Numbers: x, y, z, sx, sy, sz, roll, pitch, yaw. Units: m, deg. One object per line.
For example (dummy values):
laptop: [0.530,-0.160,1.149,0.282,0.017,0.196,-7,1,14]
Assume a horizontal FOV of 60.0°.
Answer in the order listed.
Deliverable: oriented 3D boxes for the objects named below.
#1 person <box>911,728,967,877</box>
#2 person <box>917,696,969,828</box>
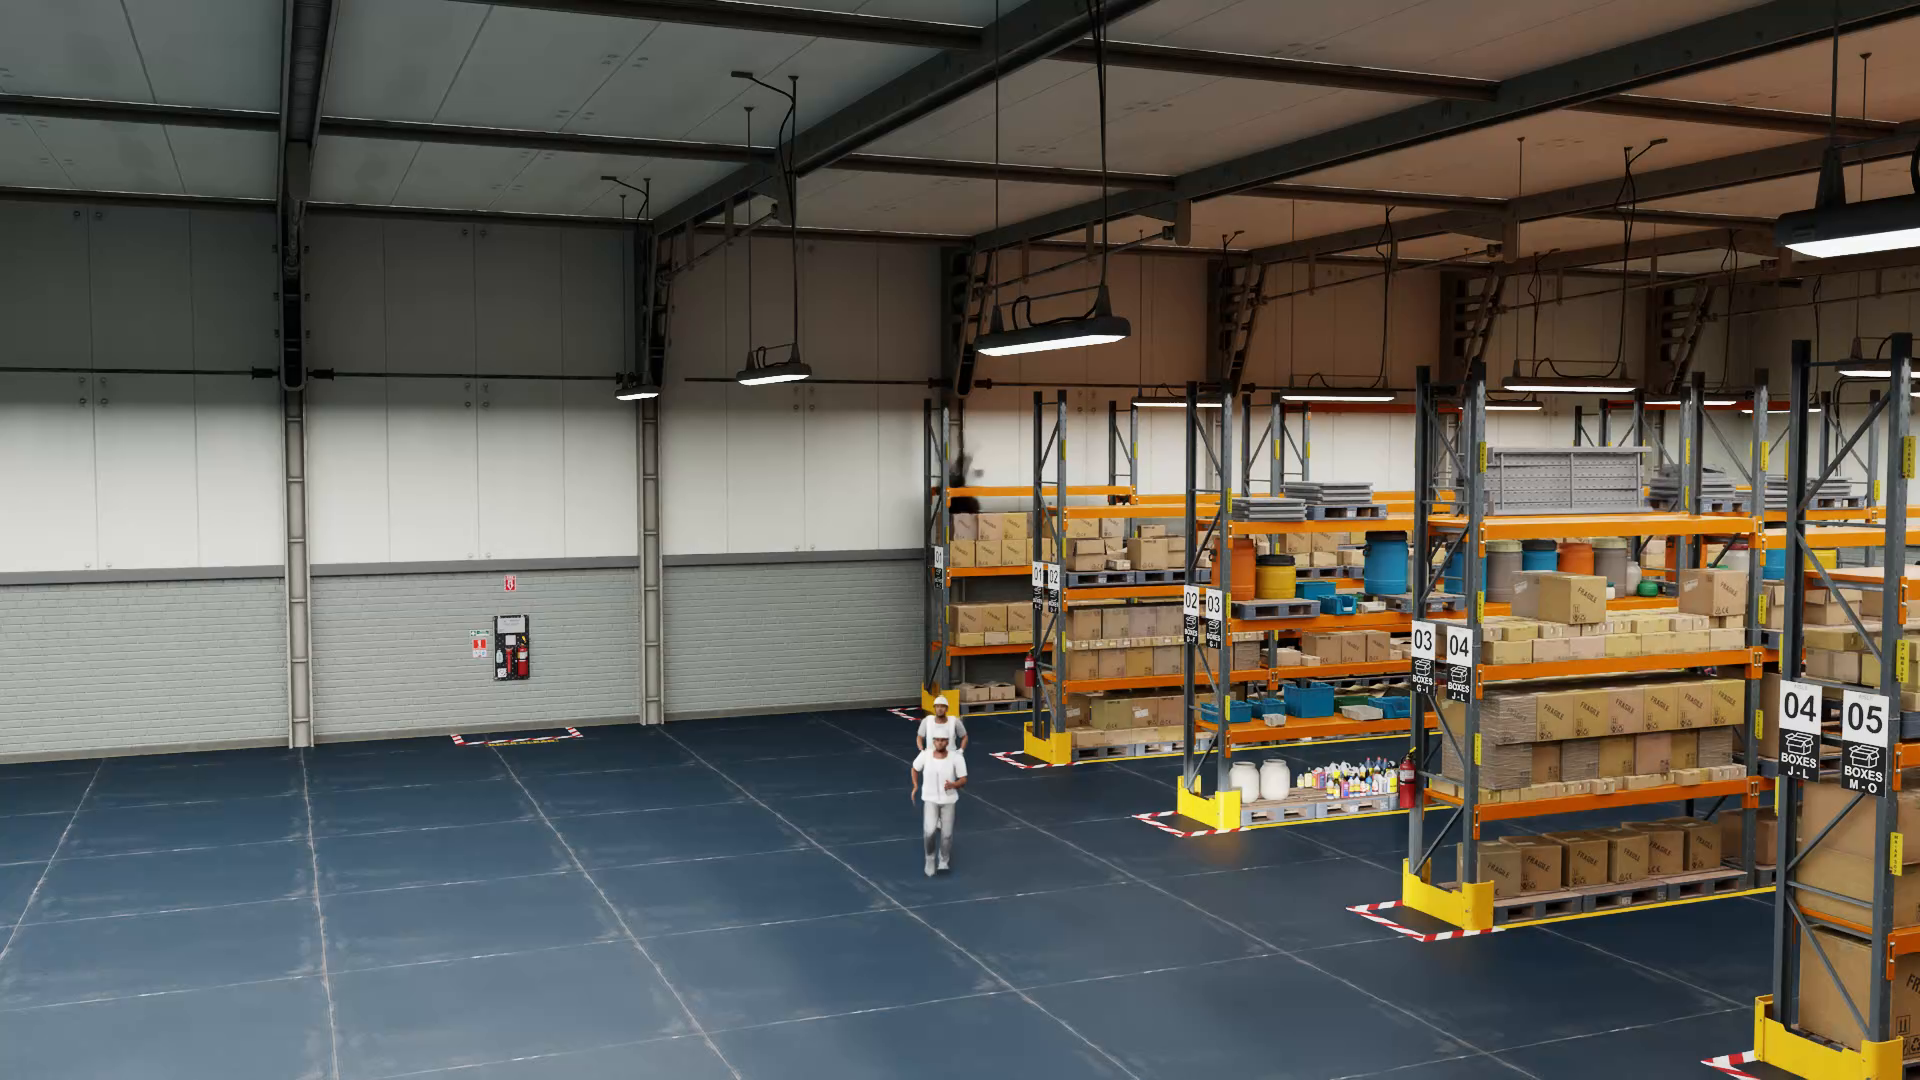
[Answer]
person: [-0.250,3.119,19.774,0.676,1.765,0.697,0,3,0]
person: [-0.234,2.973,22.449,0.703,1.754,0.604,0,3,4]
